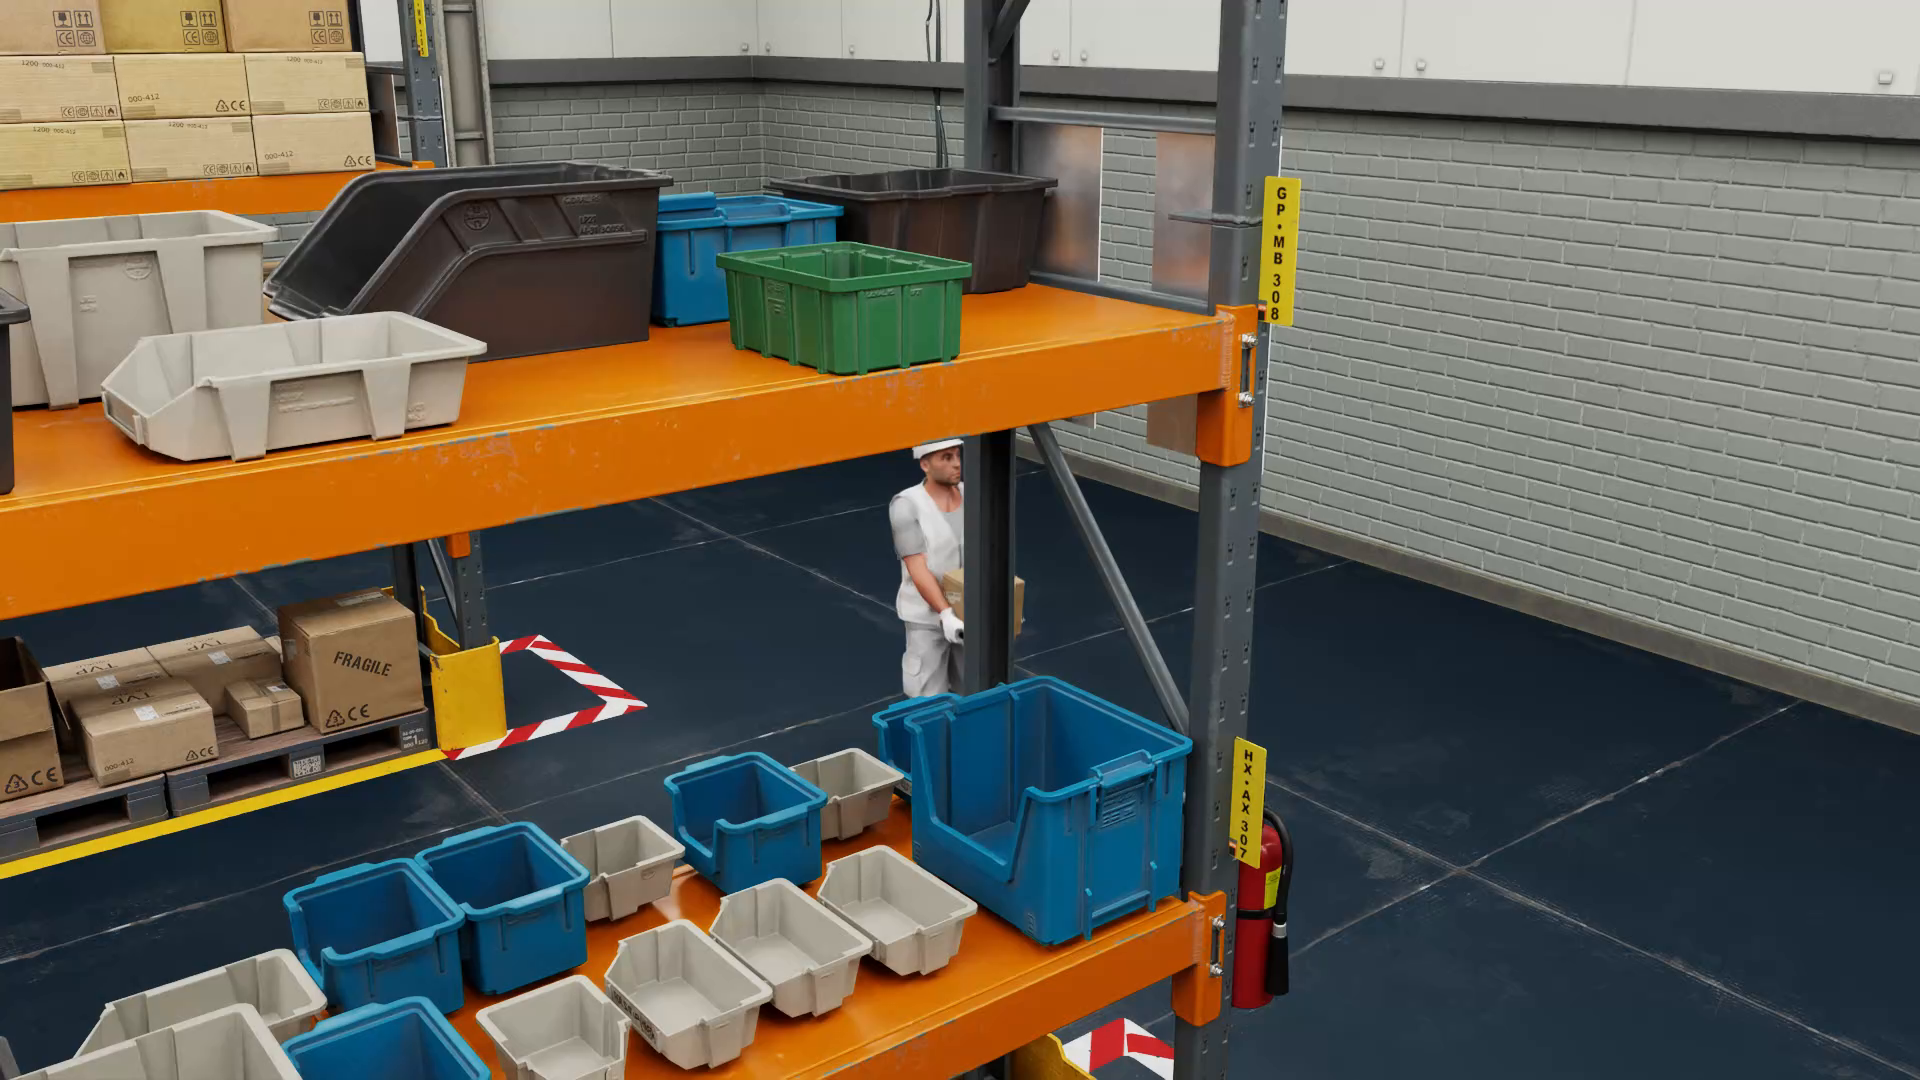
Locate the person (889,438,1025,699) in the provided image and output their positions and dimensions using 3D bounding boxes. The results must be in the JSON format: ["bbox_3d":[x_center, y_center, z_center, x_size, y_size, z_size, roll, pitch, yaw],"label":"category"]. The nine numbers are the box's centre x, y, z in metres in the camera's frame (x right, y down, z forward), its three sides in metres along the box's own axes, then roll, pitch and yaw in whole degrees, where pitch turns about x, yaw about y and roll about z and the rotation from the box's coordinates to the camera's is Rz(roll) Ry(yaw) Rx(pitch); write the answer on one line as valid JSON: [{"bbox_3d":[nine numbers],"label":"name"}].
[{"bbox_3d":[-0.004,0.384,7.298,0.505,1.787,0.564,-13,22,-36],"label":"person"}]
